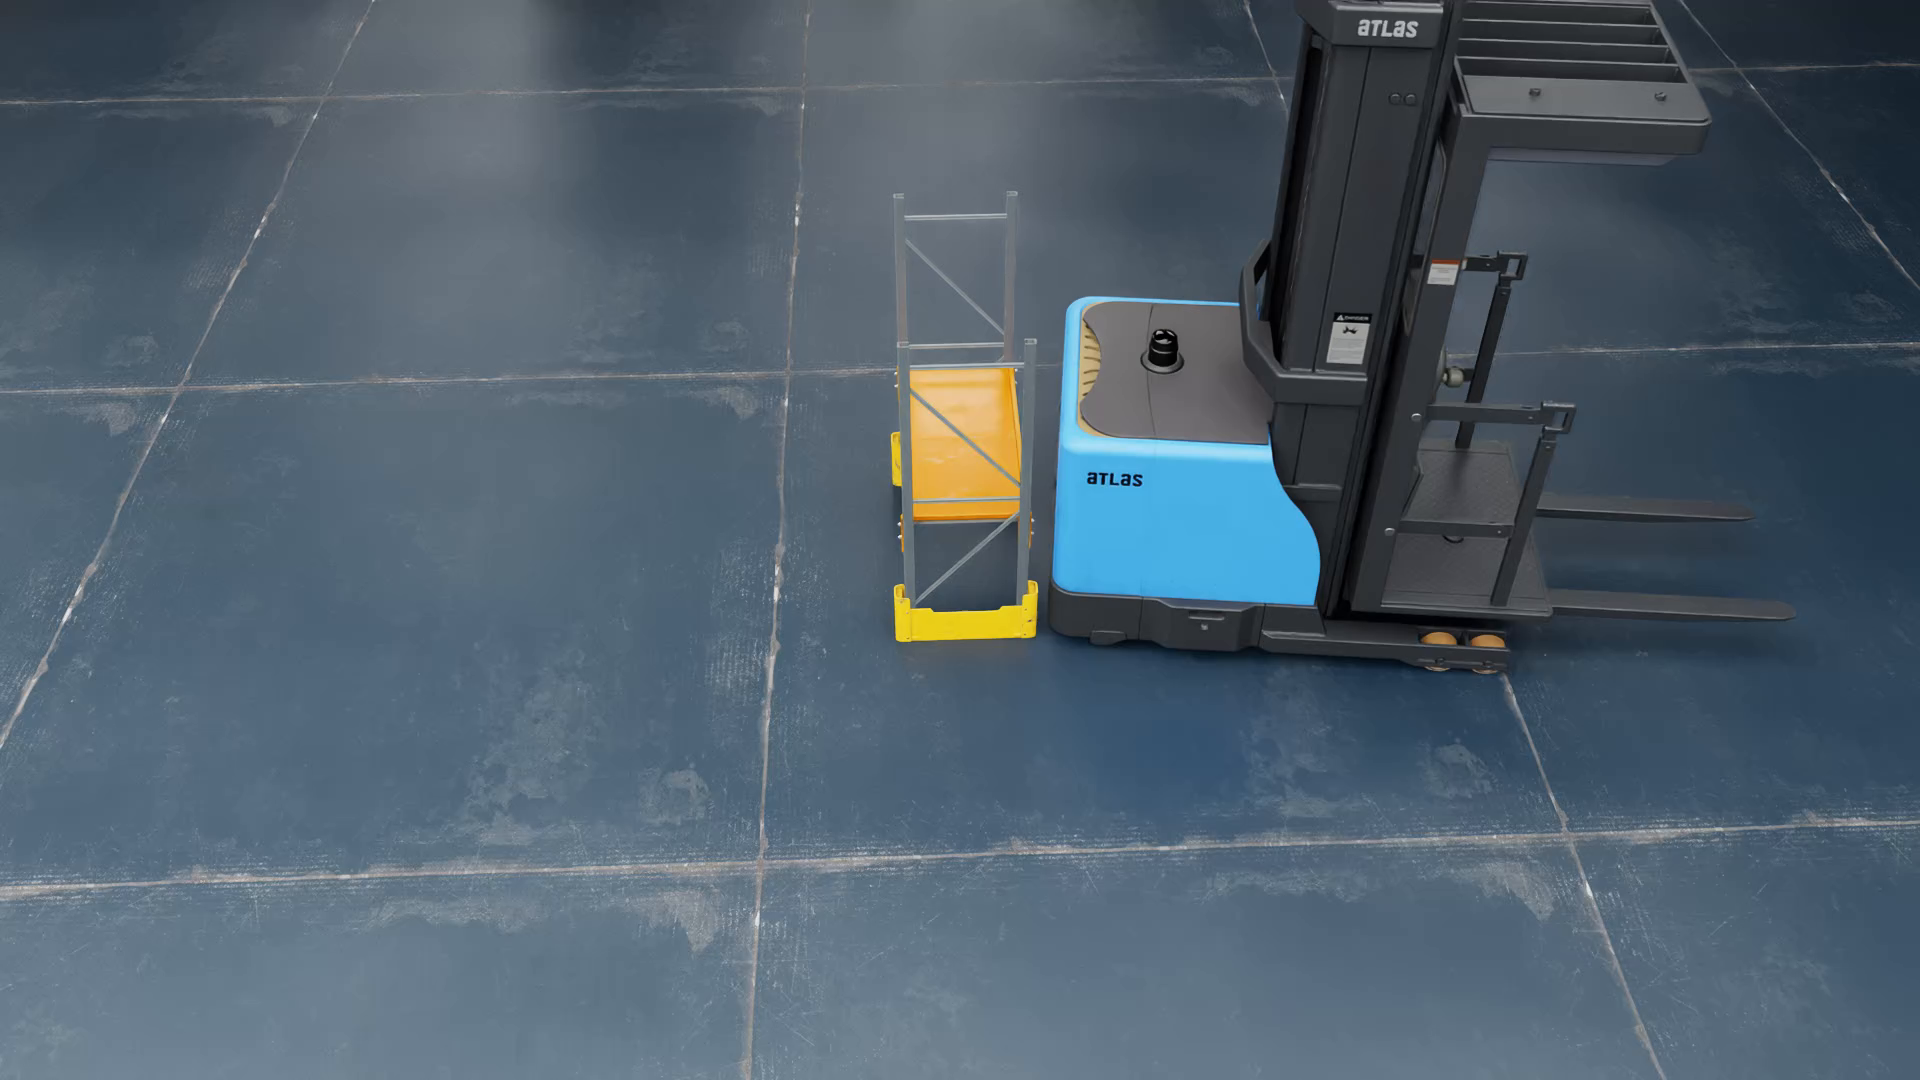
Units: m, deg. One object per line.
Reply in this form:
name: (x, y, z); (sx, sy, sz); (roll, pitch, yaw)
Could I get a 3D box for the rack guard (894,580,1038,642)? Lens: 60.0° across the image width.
rack guard: (0.024, 0.296, 6.892); (0.587, 0.250, 0.087); (-2, 43, -2)

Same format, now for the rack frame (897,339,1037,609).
rack frame: (0.025, -0.152, 6.456); (0.500, 1.500, 0.032); (-2, 43, -2)

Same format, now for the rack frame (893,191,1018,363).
rack frame: (-0.018, -0.838, 7.204); (0.500, 1.500, 0.032); (-2, 43, -2)

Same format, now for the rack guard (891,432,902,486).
rack guard: (-0.018, -0.377, 7.626); (0.587, 0.250, 0.087); (-2, 43, -2)

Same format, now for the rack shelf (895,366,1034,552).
rack shelf: (0.004, -0.363, 6.952); (0.538, 0.185, 1.000); (-2, 43, -2)

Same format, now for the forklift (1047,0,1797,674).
forklift: (1.906, -0.909, 6.223); (3.031, 2.935, 1.130); (3, 43, 3)

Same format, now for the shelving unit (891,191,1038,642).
shelving unit: (0.003, -0.501, 6.837); (0.587, 1.500, 1.083); (-2, 43, -2)
